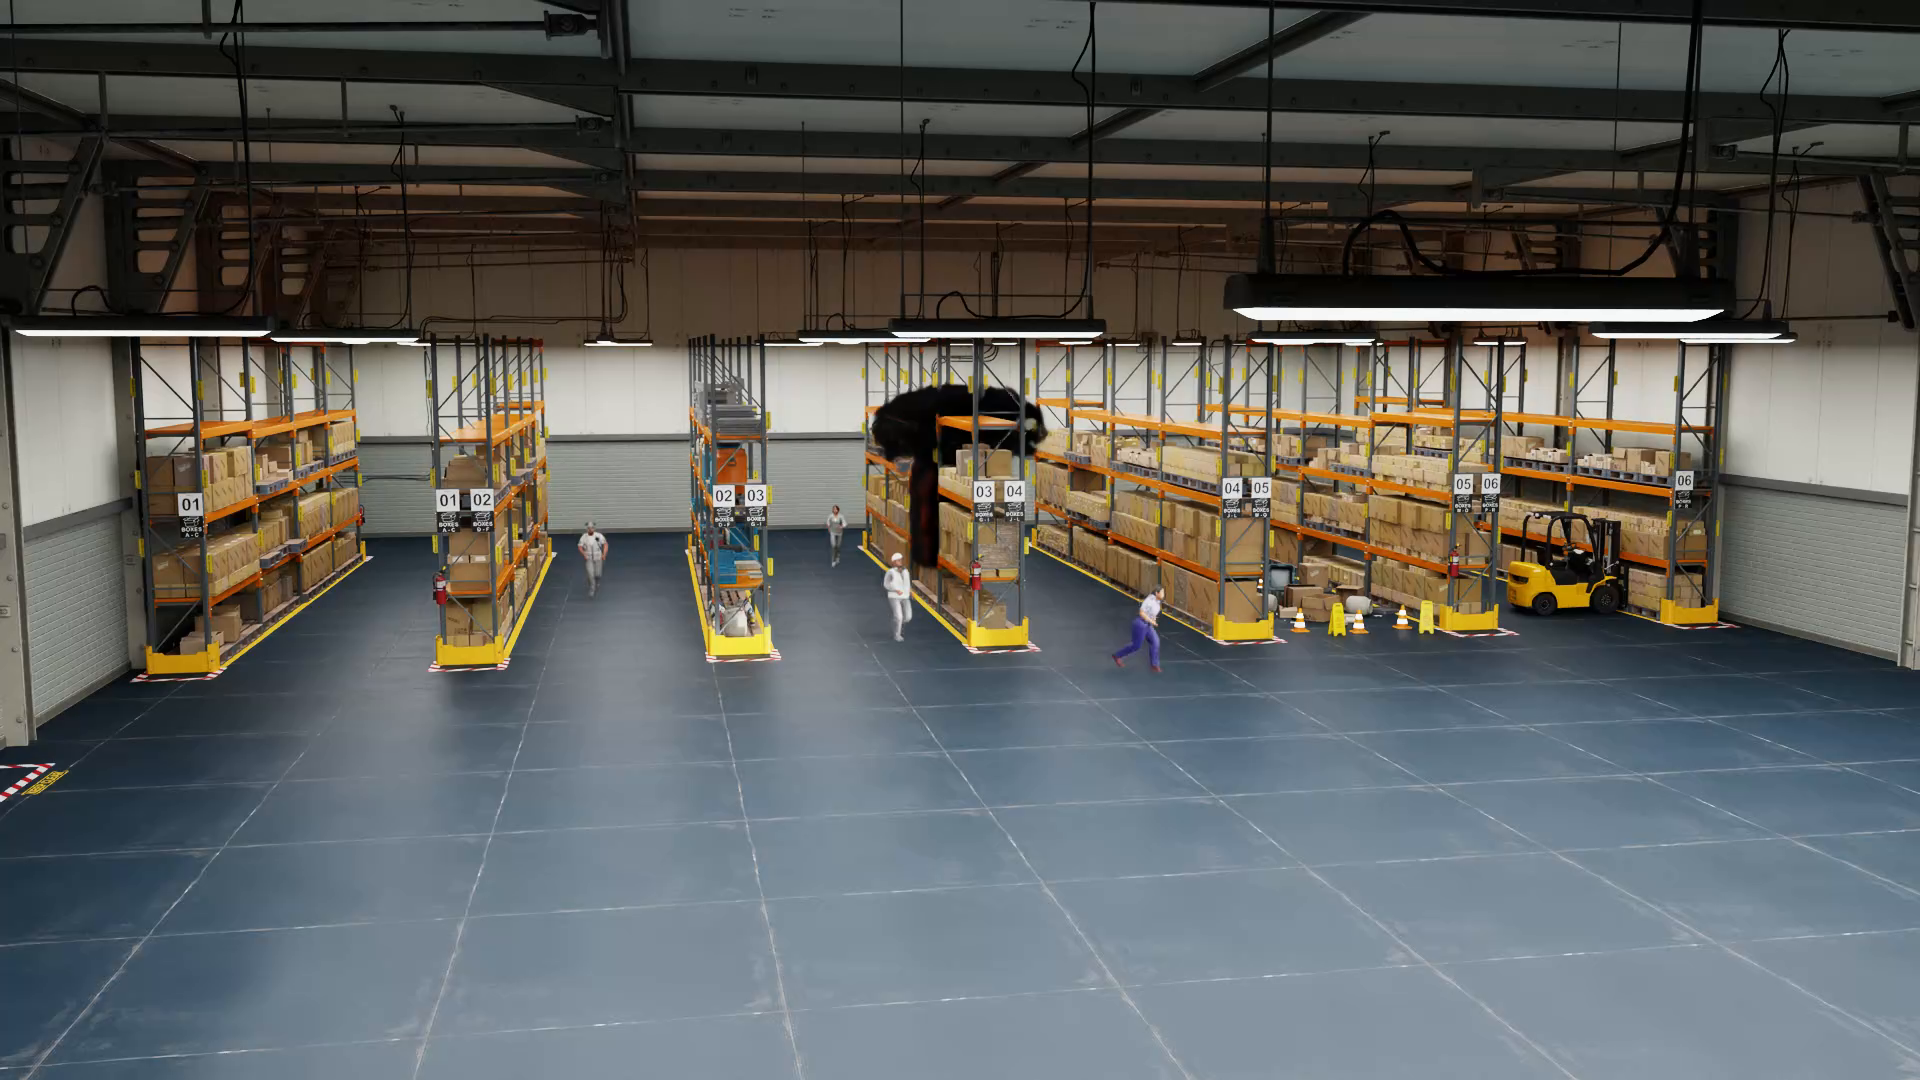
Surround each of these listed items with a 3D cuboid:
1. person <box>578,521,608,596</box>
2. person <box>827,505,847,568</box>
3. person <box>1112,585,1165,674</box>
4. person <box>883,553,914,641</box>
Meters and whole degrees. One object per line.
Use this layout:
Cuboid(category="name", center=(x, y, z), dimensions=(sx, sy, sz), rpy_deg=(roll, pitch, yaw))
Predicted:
Cuboid(category="person", center=(-8.554, 0.430, 38.759), dimensions=(0.678, 1.752, 0.650), rpy_deg=(-1, 7, -12))
Cuboid(category="person", center=(-3.259, -0.114, 44.046), dimensions=(0.525, 1.641, 0.720), rpy_deg=(0, 7, -4))
Cuboid(category="person", center=(3.183, 1.590, 29.602), dimensions=(0.975, 1.599, 0.640), rpy_deg=(2, 7, 20))
Cuboid(category="person", center=(-1.192, 1.123, 32.764), dimensions=(0.658, 1.730, 0.579), rpy_deg=(-4, 8, -33))
